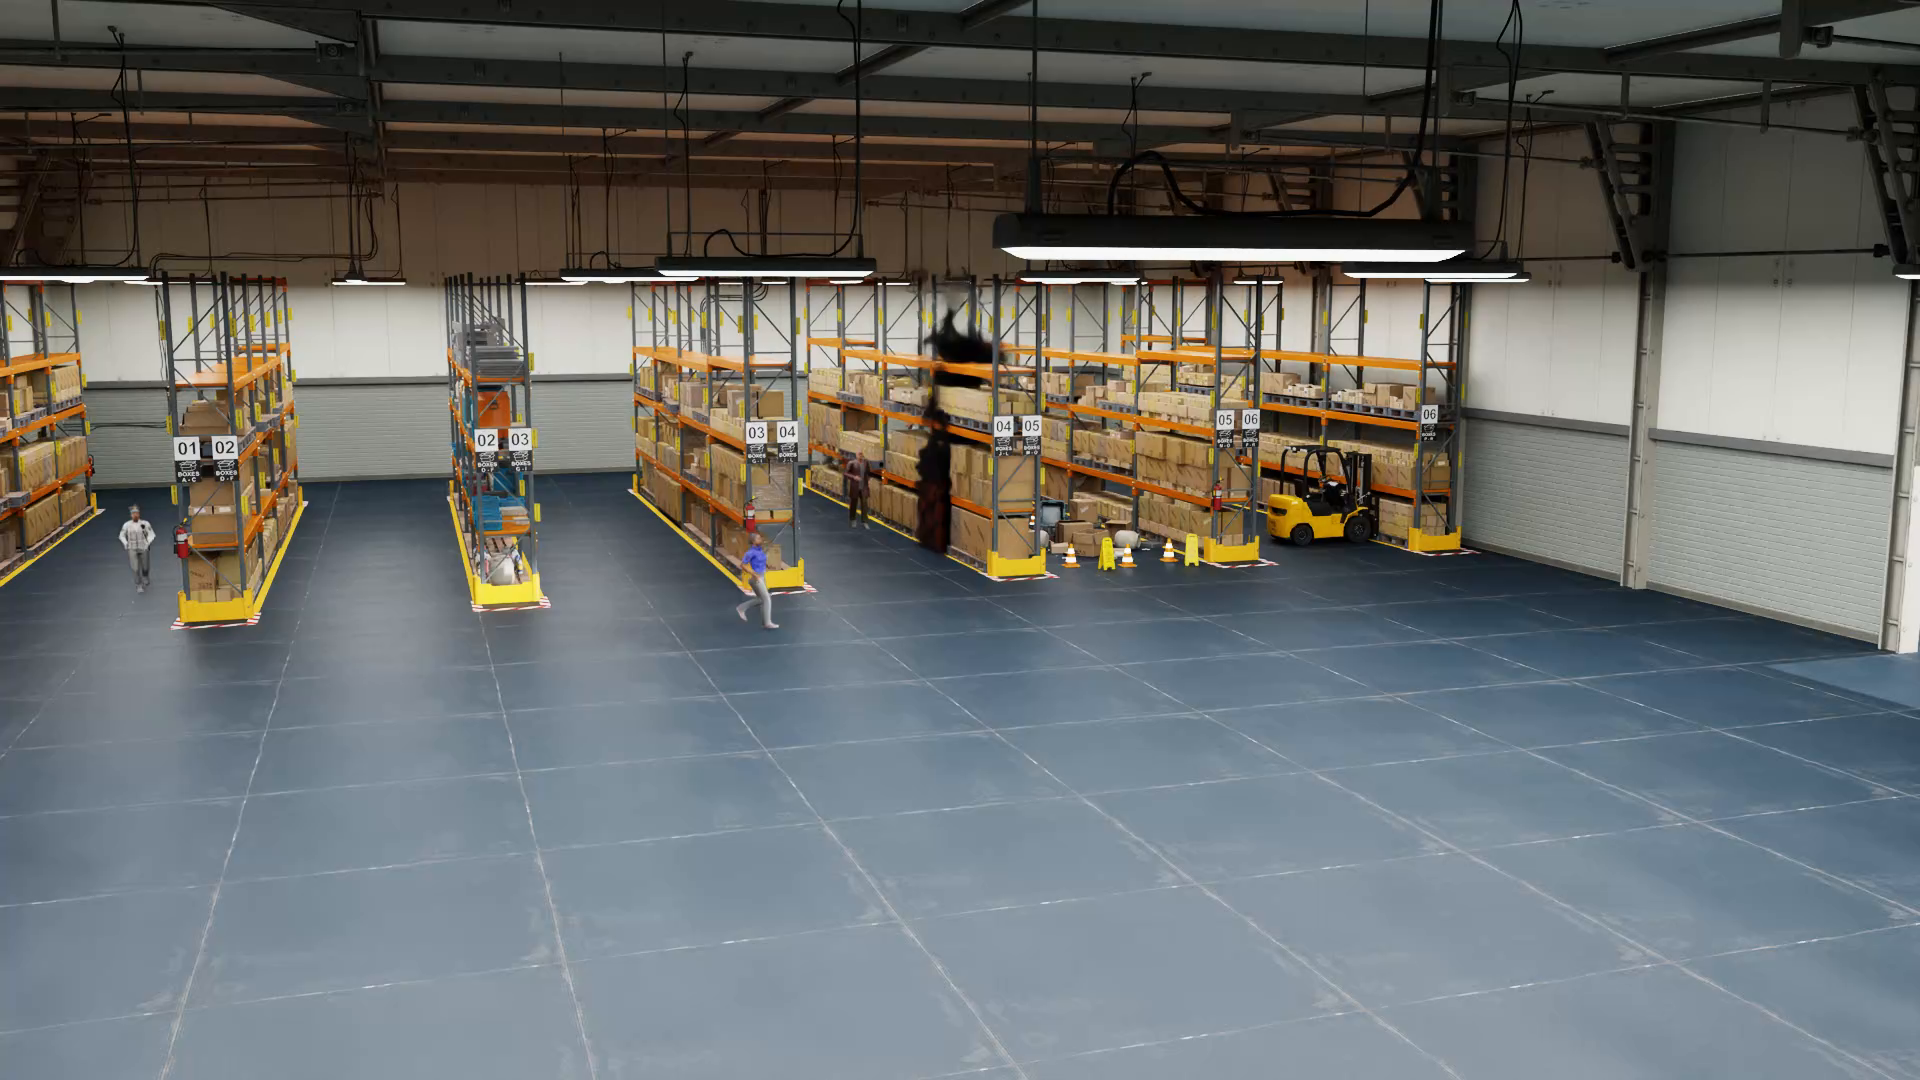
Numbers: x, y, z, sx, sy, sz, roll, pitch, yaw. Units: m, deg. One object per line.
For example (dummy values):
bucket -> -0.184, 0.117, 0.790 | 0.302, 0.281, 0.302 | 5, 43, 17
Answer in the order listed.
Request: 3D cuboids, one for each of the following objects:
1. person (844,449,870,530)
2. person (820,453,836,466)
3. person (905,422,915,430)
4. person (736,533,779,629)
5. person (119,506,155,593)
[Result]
person -> -2.308, -1.160, 37.911 | 0.677, 1.827, 0.931 | -3, 9, -22
person -> -3.985, -2.651, 49.912 | 0.742, 1.699, 0.729 | 3, 9, 20
person -> -1.502, -2.830, 50.790 | 0.864, 1.818, 0.669 | -3, 9, -19
person -> -3.462, 0.684, 28.173 | 0.815, 1.620, 0.588 | 2, 9, 14
person -> -15.596, 0.163, 31.537 | 0.614, 1.647, 0.580 | -4, 9, -24
